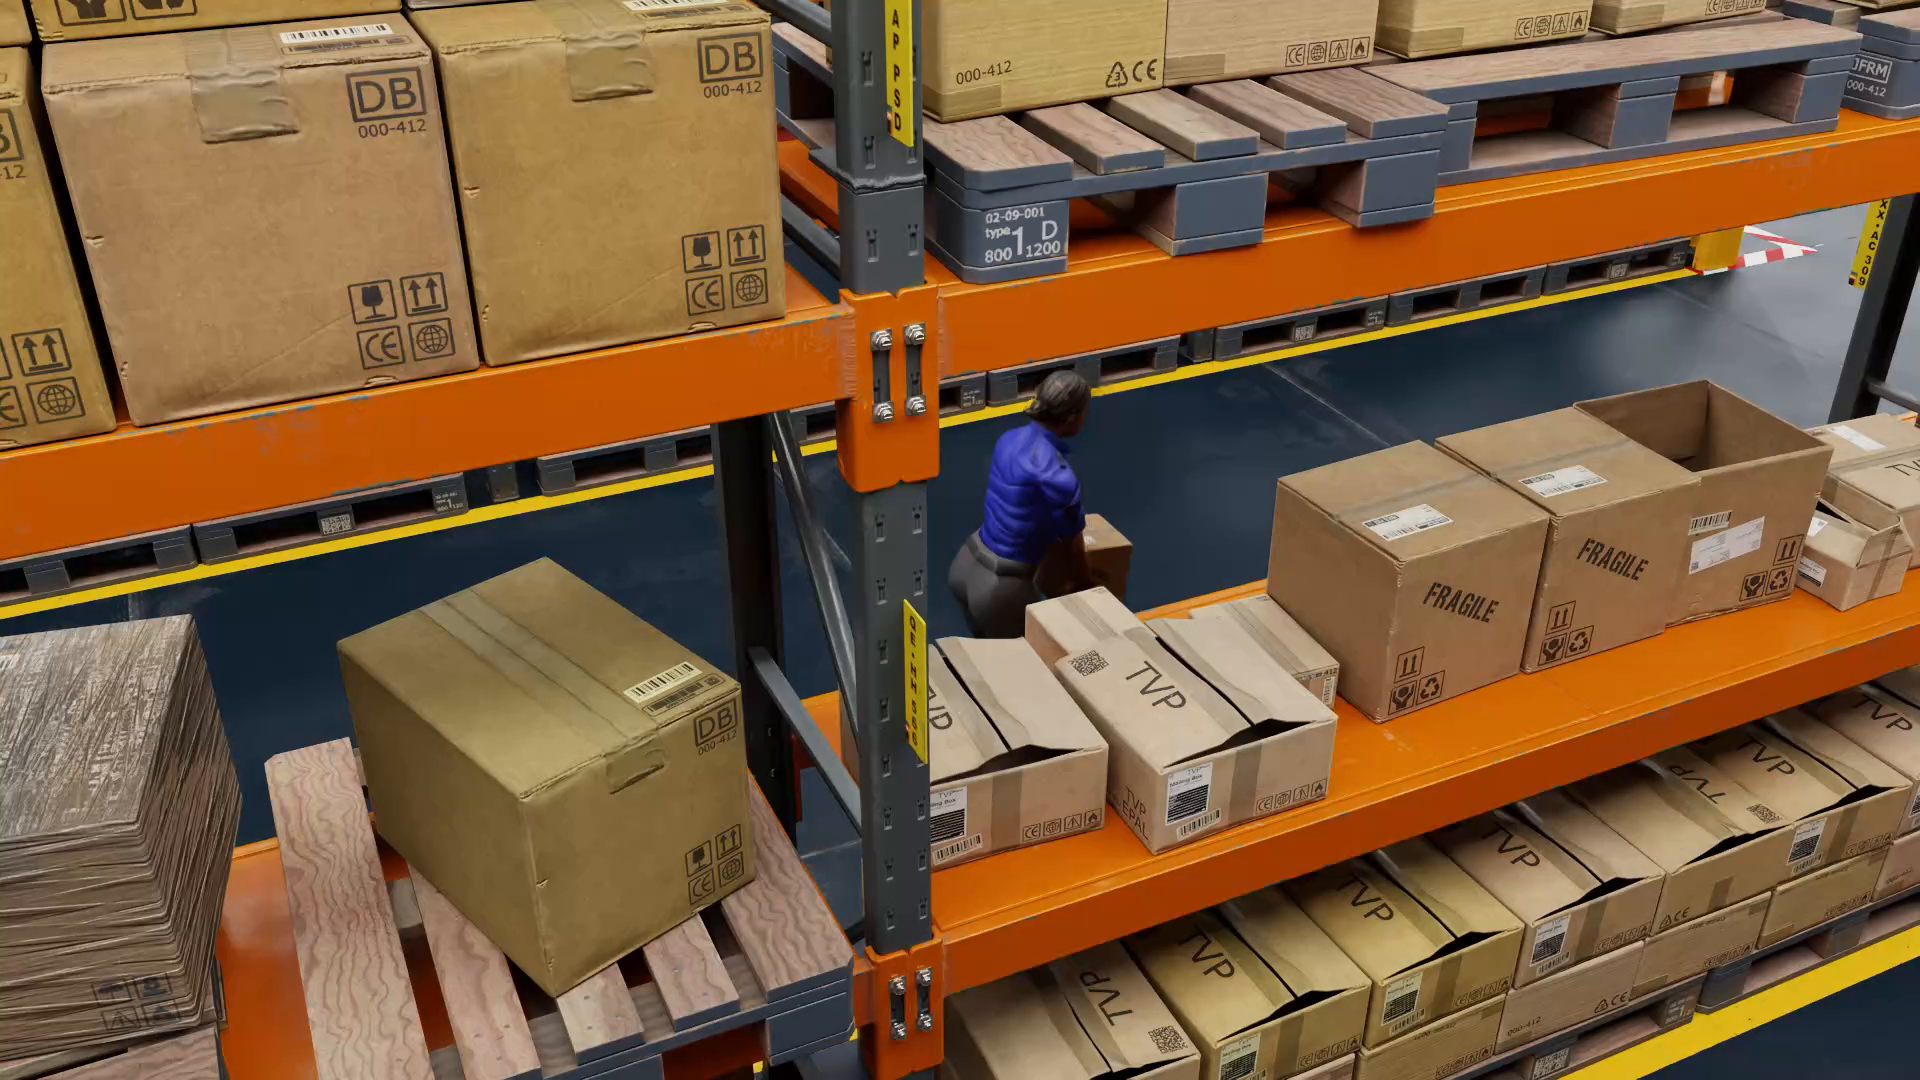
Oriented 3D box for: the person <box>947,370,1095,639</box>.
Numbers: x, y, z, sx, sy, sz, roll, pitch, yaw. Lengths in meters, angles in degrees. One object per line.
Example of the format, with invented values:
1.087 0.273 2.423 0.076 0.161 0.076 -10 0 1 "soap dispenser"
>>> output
0.242 0.158 5.925 0.561 1.599 0.408 -14 32 -23 "person"
